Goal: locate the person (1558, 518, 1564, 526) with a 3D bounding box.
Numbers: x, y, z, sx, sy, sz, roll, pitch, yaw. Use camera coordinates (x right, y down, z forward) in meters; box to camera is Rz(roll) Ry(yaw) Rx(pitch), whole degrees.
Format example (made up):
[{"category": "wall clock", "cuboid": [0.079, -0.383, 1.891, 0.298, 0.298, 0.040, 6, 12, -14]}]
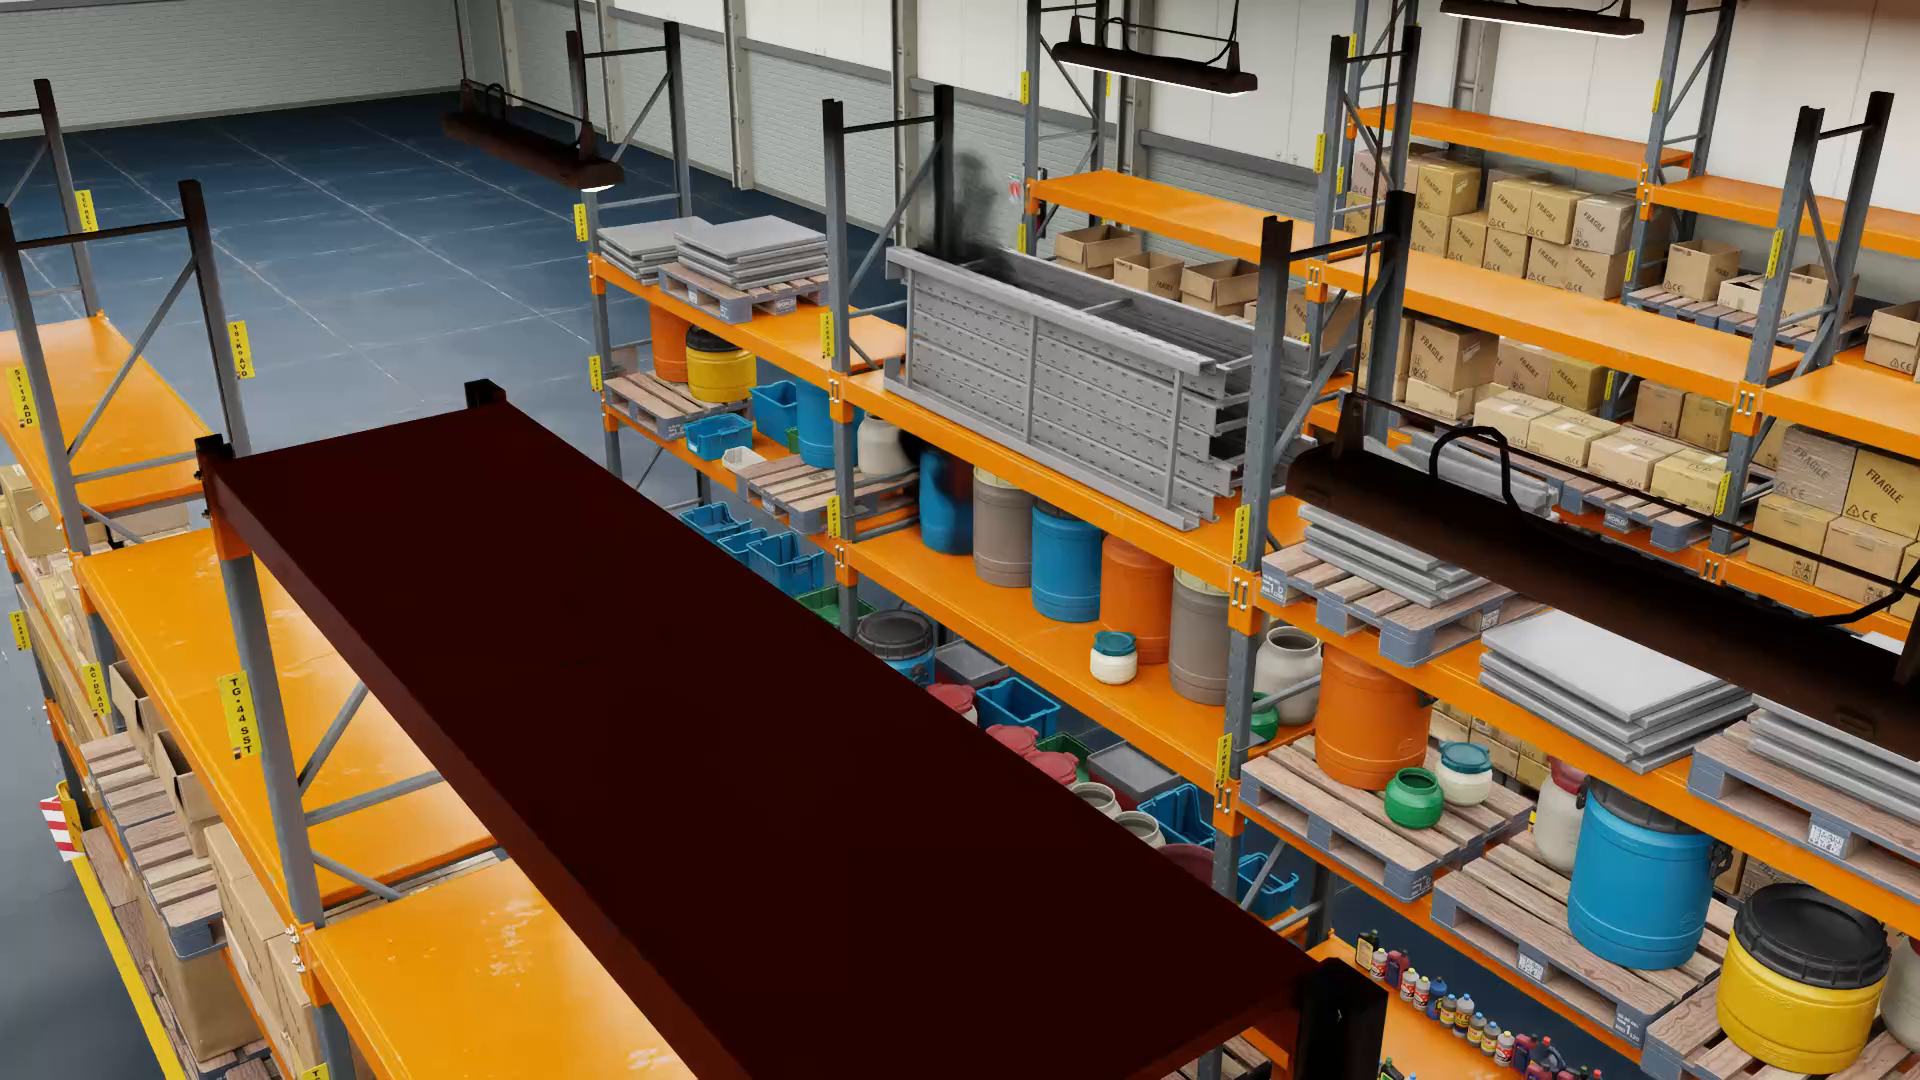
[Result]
[{"category": "person", "cuboid": [5.997, 0.034, 16.936, 0.665, 1.688, 0.603, -22, 32, -39]}]
